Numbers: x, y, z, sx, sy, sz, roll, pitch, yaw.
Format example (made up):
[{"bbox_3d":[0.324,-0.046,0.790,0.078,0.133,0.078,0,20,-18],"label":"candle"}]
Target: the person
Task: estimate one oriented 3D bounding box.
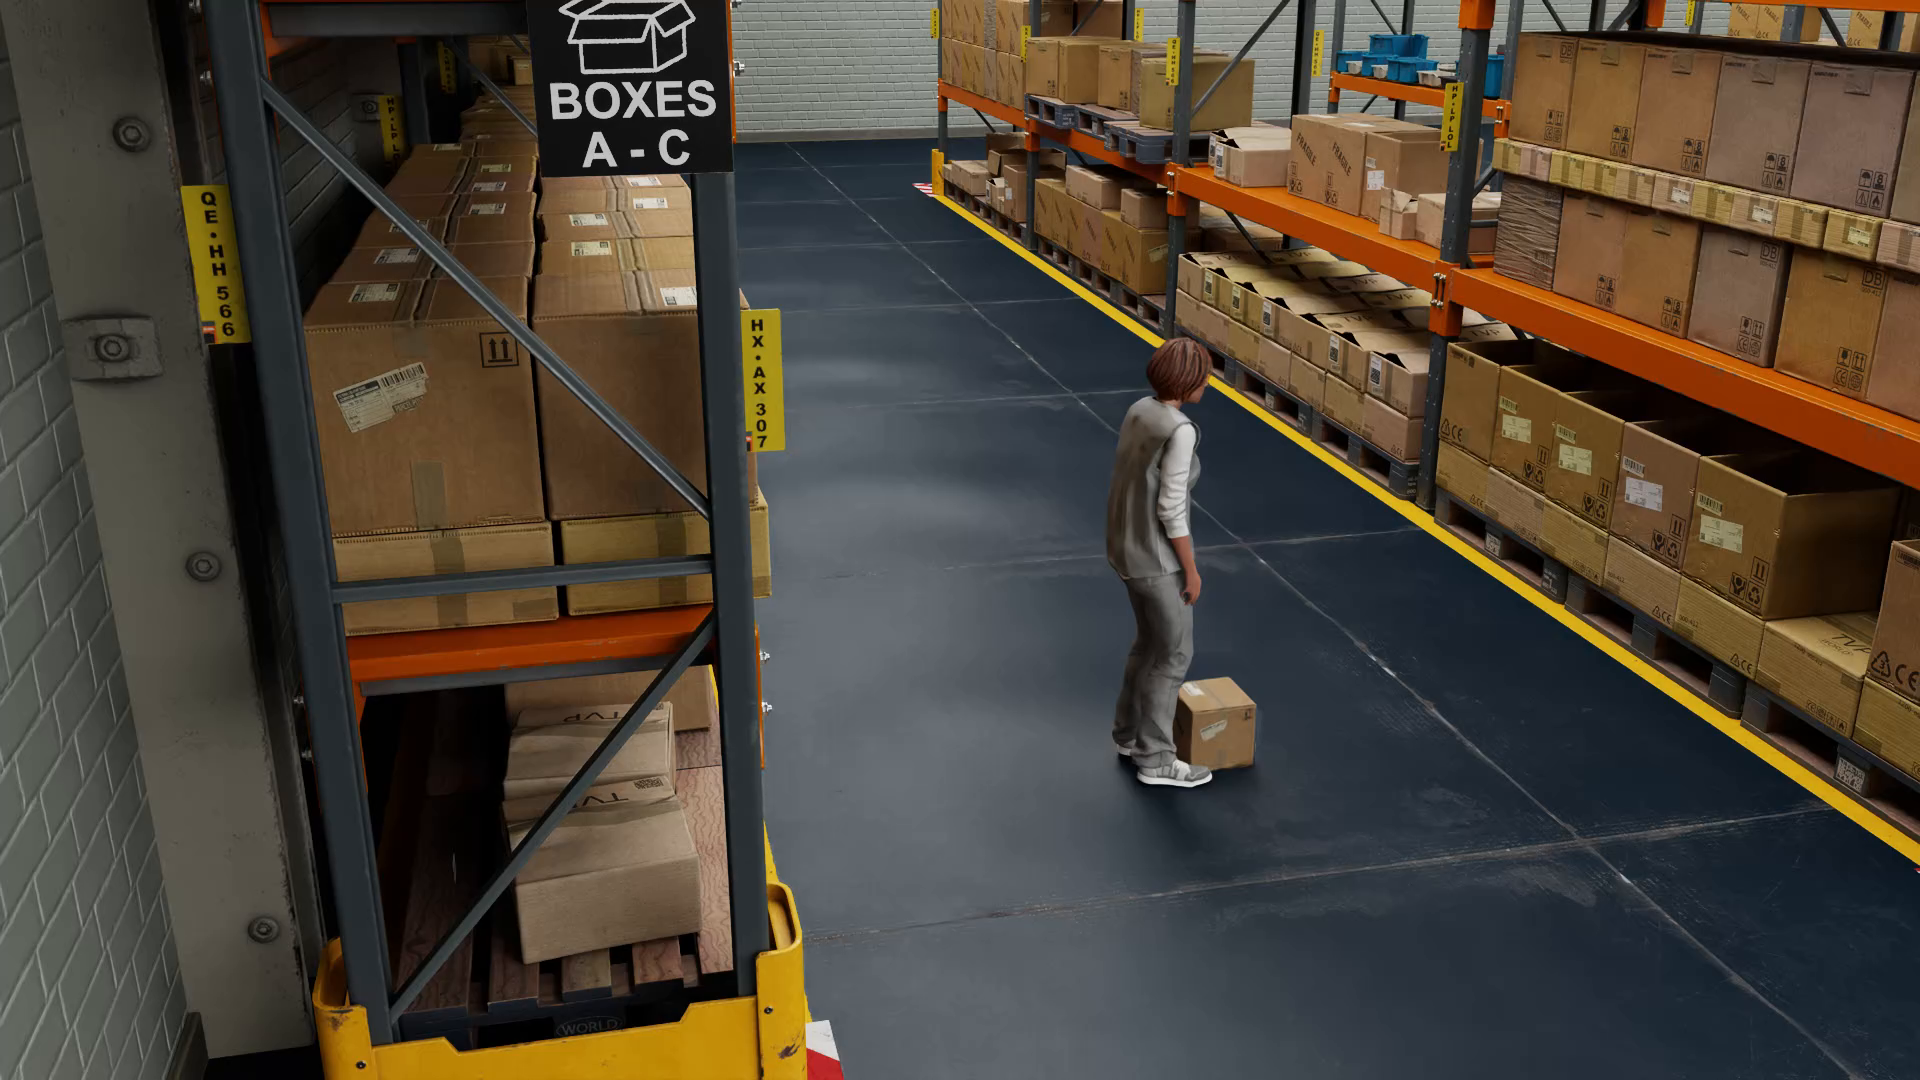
[{"bbox_3d":[0.701,0.081,5.880,0.346,1.582,0.461,-5,21,-14],"label":"person"}]
